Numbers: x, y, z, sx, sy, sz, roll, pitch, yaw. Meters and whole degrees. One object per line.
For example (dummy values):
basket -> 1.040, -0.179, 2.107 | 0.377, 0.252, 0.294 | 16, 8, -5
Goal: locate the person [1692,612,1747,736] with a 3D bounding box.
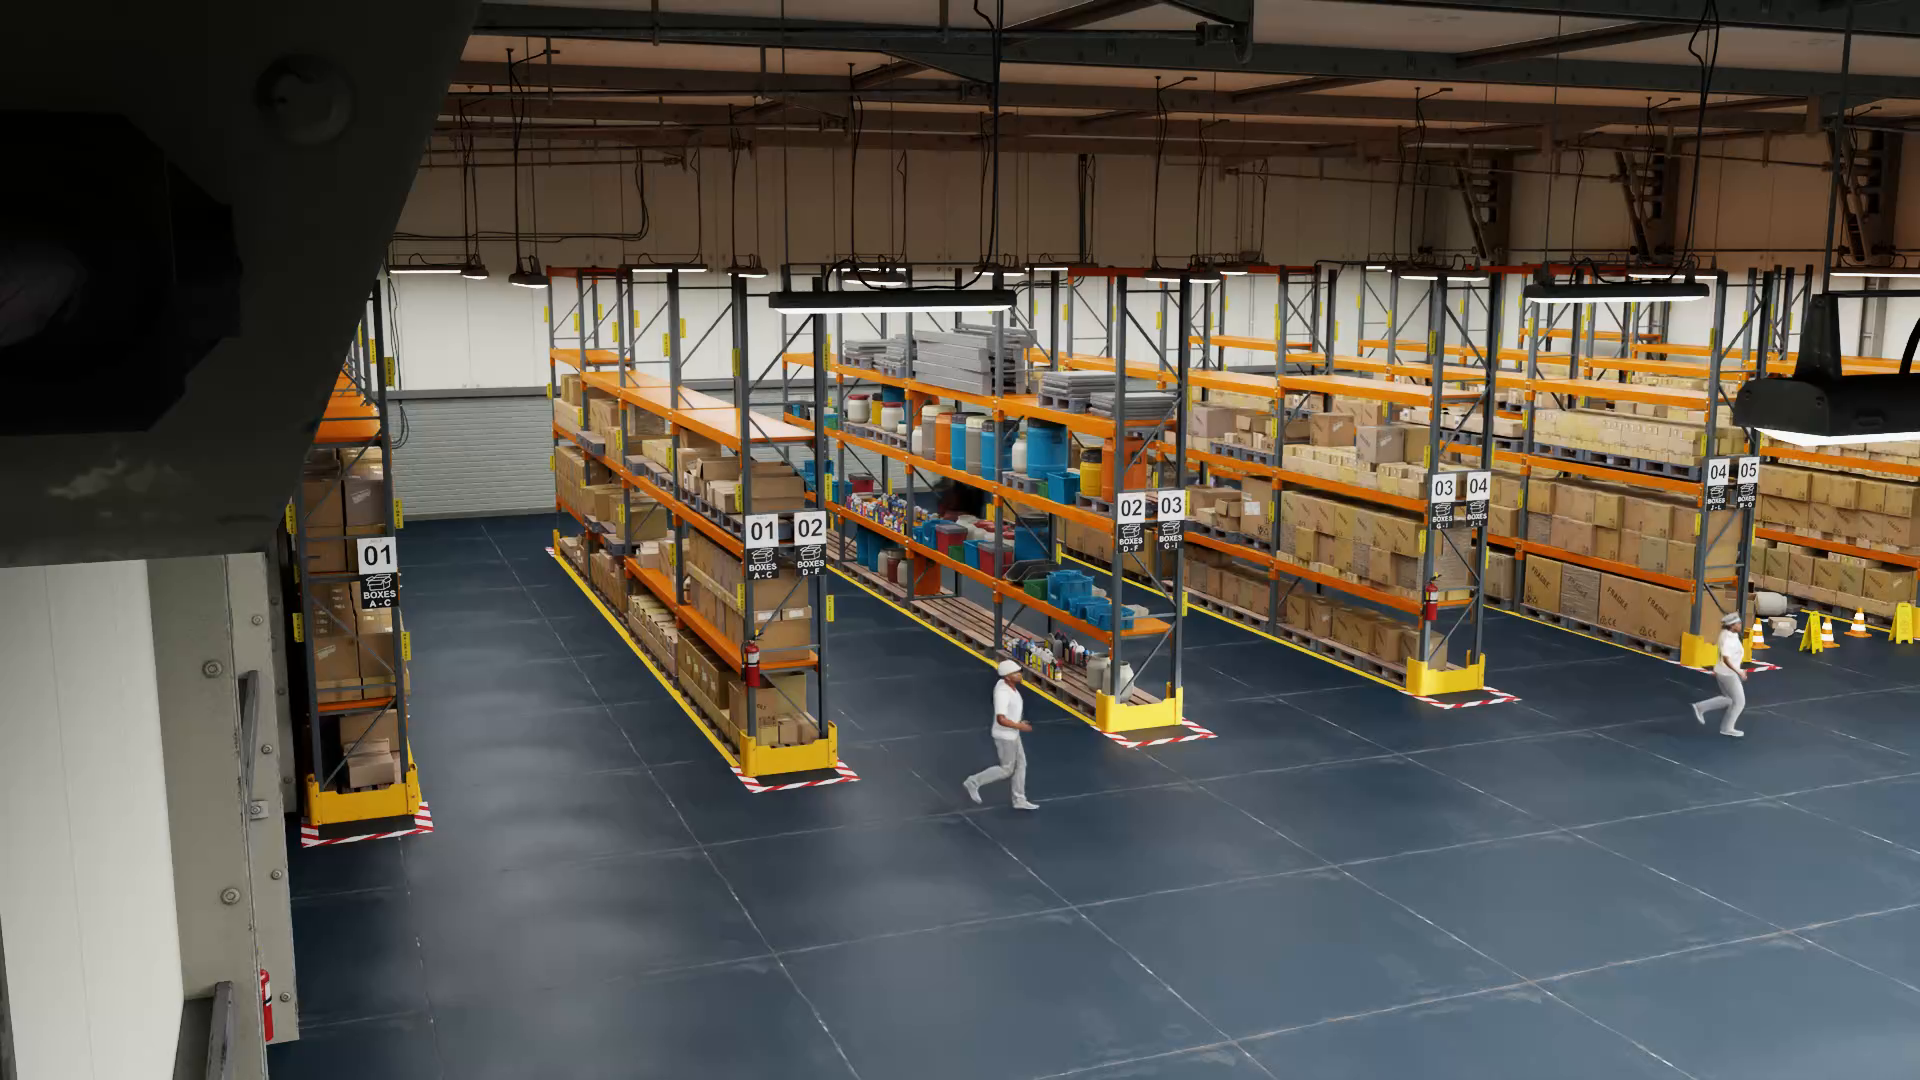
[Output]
person -> 10.030, 1.748, 21.855 | 0.612, 1.654, 0.617 | 3, 10, 15

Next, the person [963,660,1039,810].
person -> 0.482, 2.221, 18.940 | 0.862, 1.761, 0.708 | 1, 10, 5

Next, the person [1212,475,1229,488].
person -> 6.470, -1.677, 41.469 | 0.850, 1.646, 0.675 | 6, 11, 30

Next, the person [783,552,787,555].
person -> -3.386, 0.200, 30.226 | 0.720, 1.673, 0.941 | -6, 12, -32

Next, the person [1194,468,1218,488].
person -> 5.444, -0.810, 36.741 | 0.630, 1.612, 0.615 | -3, 10, -16
